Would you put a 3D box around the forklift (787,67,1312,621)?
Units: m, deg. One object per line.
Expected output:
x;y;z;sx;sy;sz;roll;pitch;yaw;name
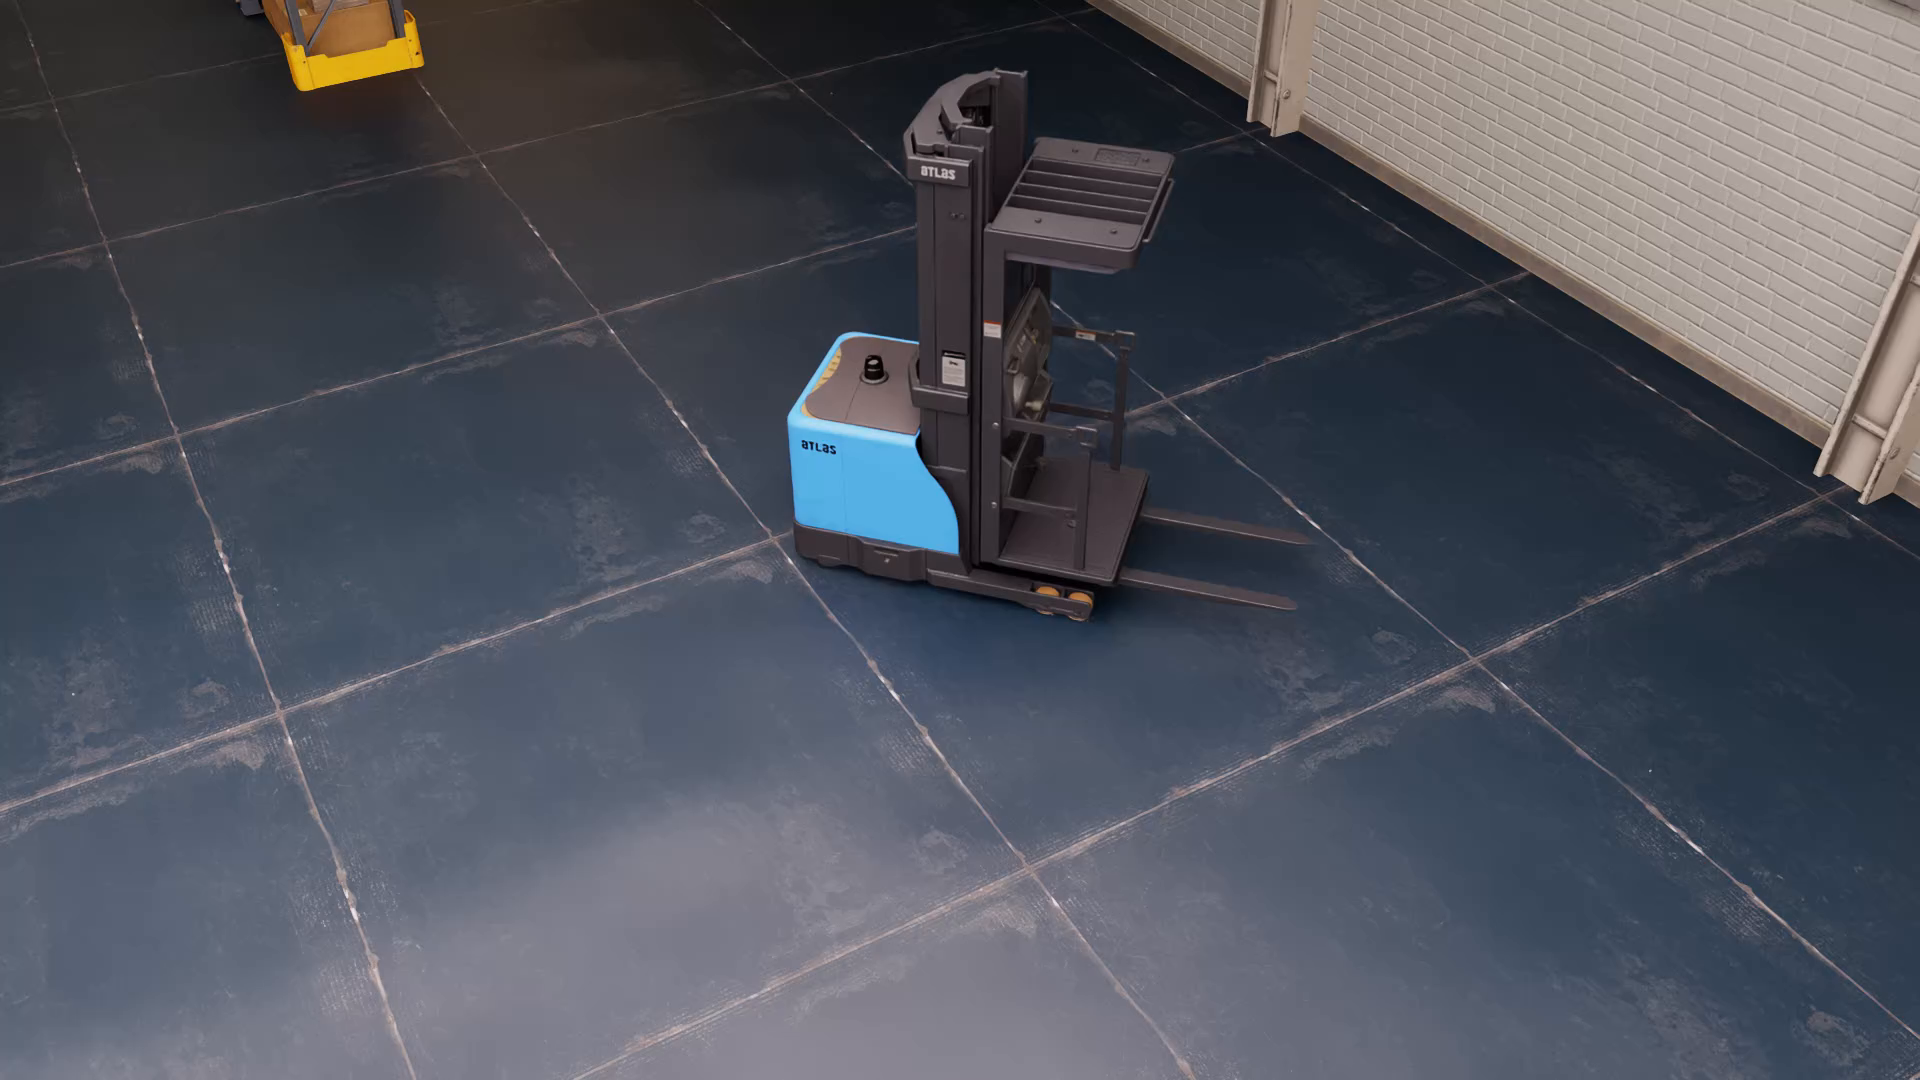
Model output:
0.568;-1.035;9.283;3.031;2.935;1.130;11;41;13;forklift
